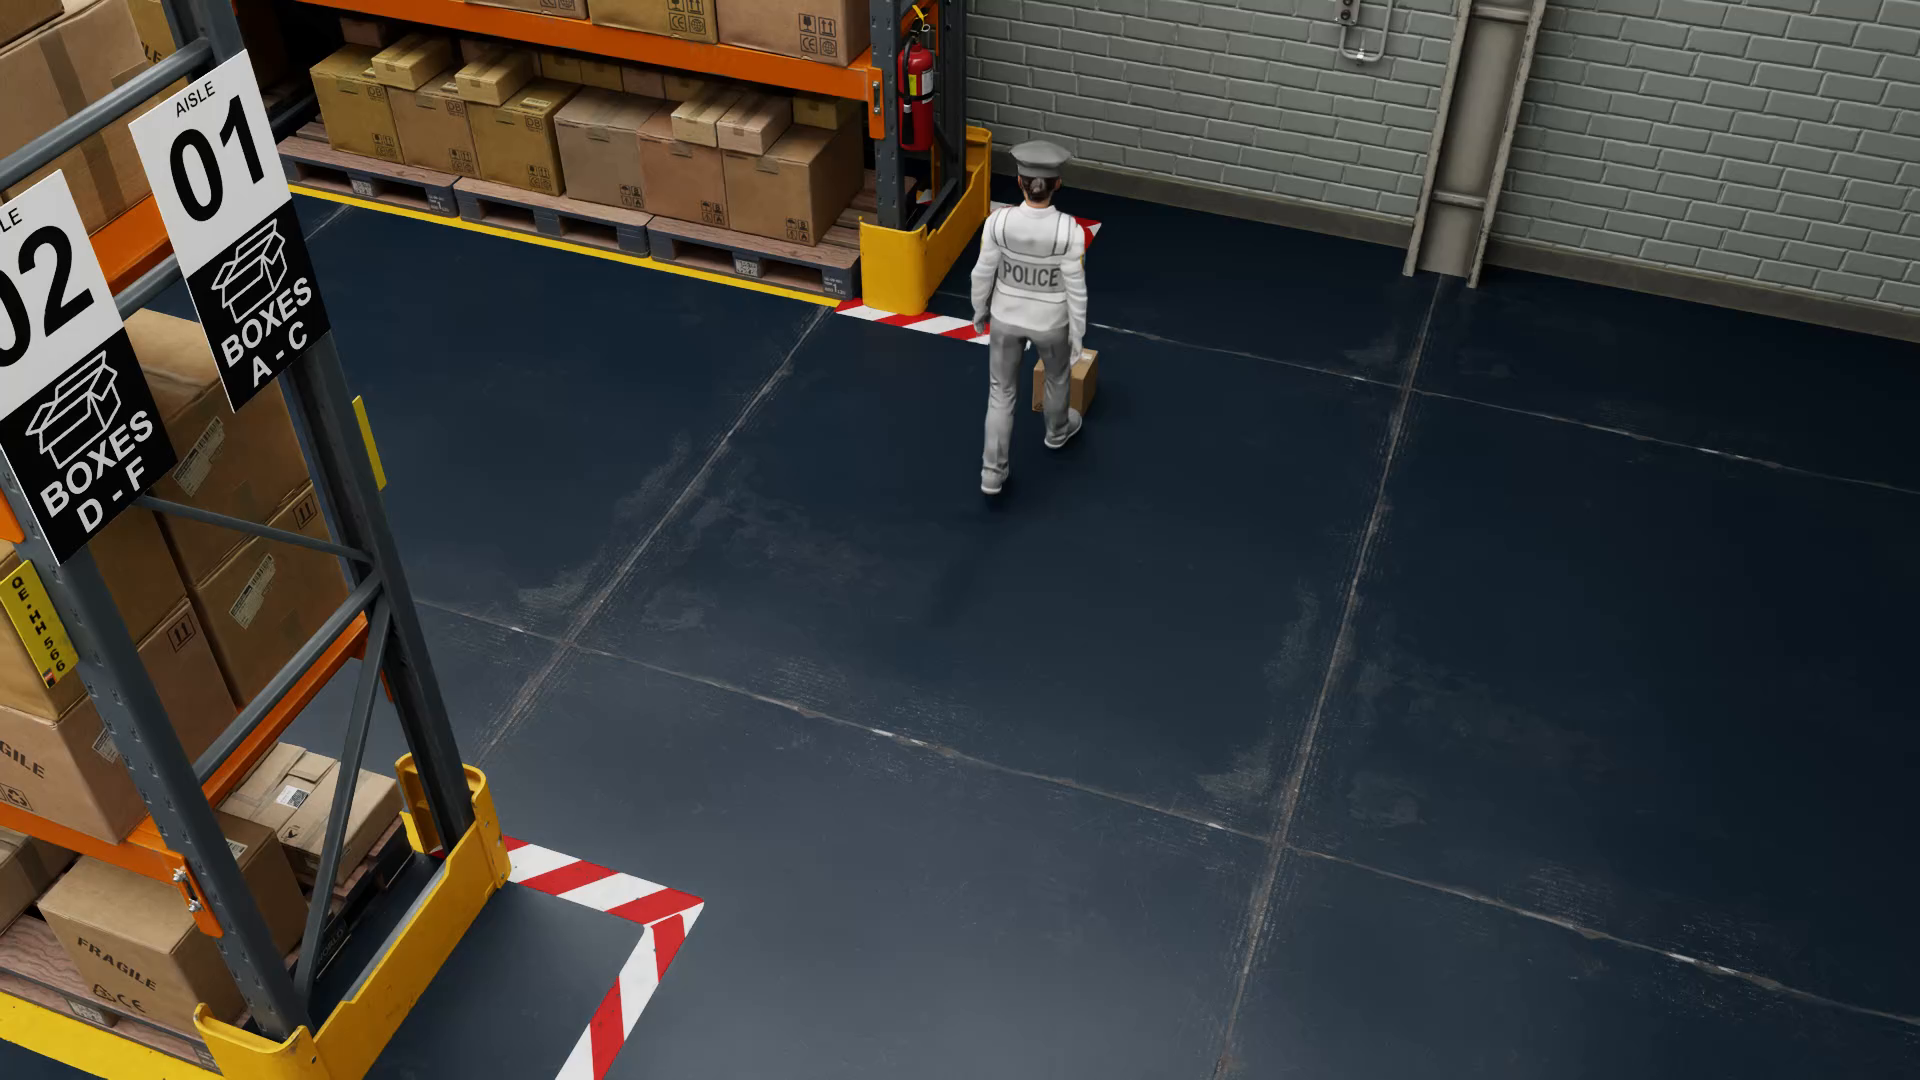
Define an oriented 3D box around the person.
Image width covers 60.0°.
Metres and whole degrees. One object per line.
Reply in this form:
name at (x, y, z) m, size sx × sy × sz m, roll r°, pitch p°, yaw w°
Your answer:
person at (0.312, -0.993, 7.252) m, size 0.519 × 1.638 × 0.742 m, roll 9°, pitch 43°, yaw 10°
